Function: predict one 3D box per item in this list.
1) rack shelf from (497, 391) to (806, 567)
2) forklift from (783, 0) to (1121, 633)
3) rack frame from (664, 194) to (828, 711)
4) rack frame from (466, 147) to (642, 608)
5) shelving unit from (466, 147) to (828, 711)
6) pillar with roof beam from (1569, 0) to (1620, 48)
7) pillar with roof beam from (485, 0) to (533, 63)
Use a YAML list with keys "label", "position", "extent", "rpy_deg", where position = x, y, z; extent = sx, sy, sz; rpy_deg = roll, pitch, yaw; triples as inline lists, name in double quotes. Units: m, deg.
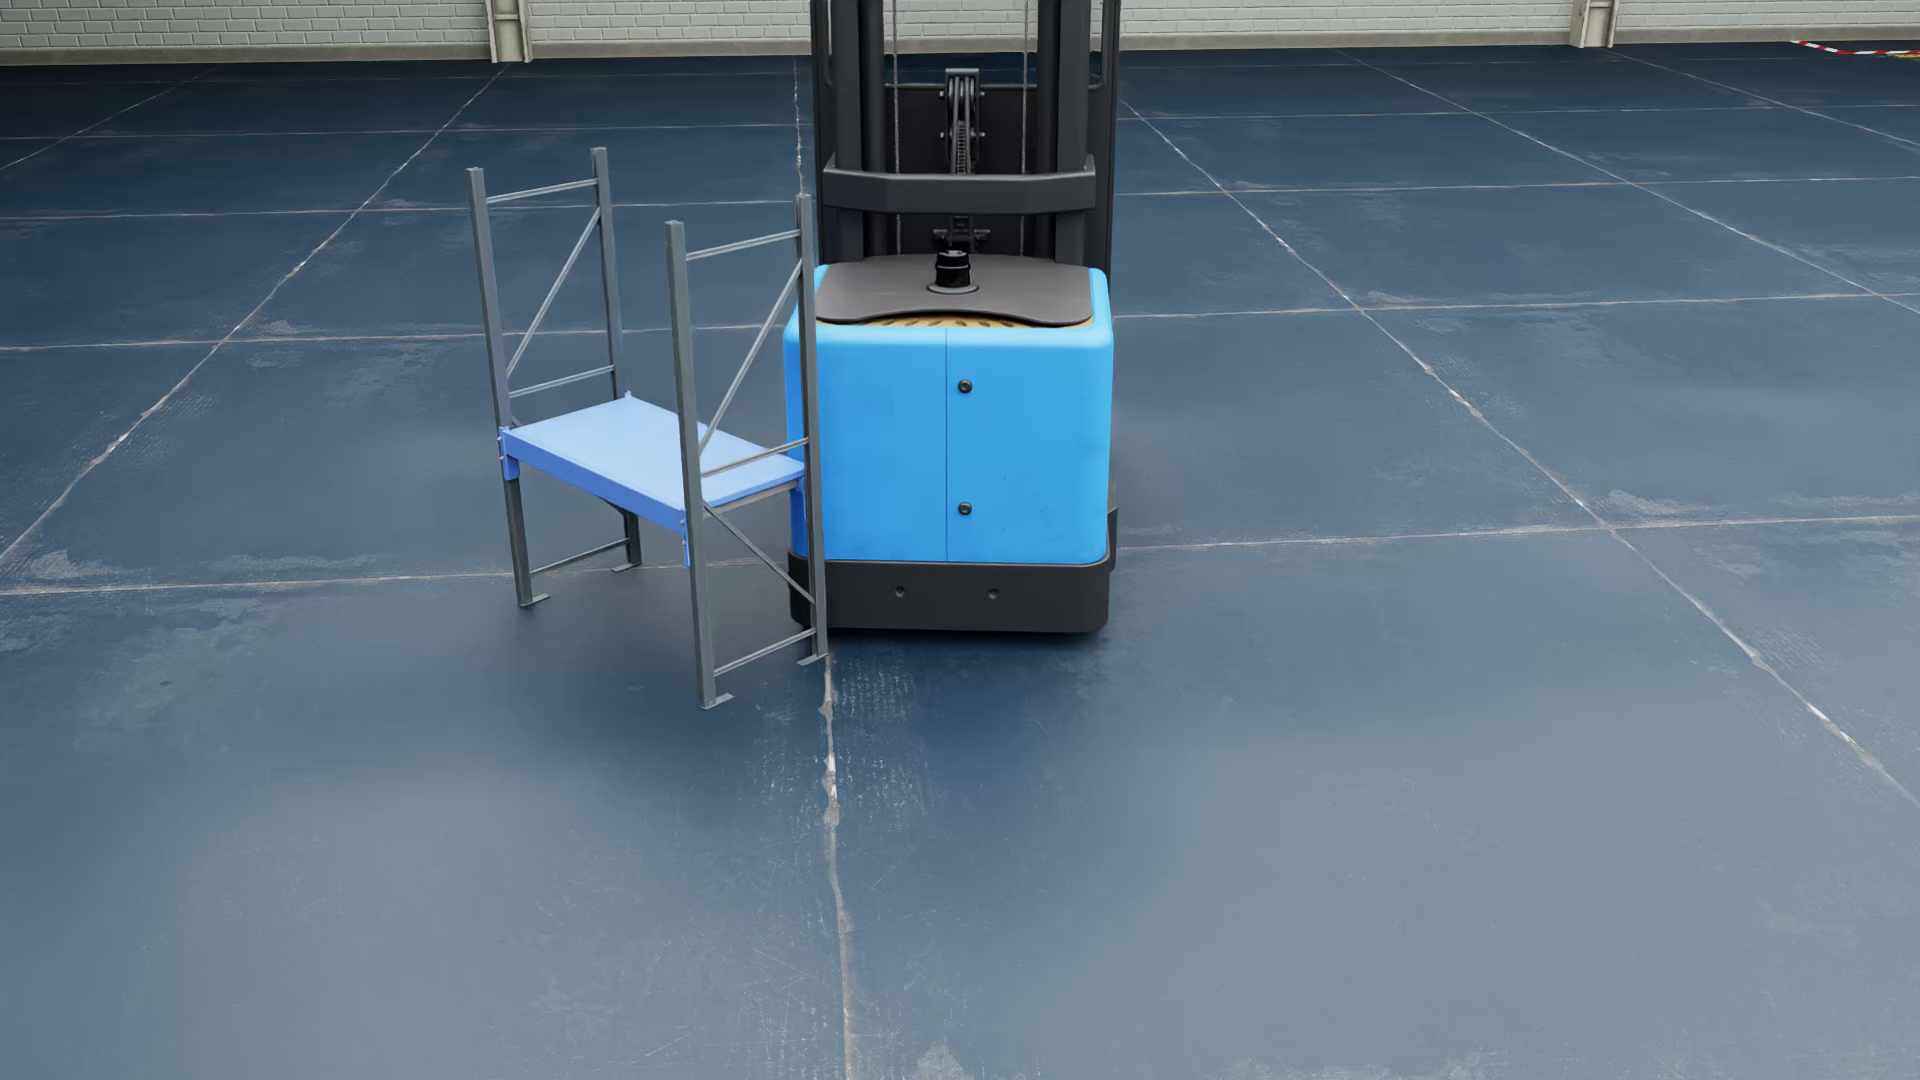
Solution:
- label: "rack shelf"
  position: [-0.977, -0.219, 5.340]
  extent: [1.000, 0.185, 0.538]
  rpy_deg: [22, 32, 40]
- label: "forklift"
  position: [0.030, -1.593, 6.226]
  extent: [1.130, 2.935, 3.031]
  rpy_deg: [1, 24, 3]
- label: "rack frame"
  position: [-0.613, -0.240, 4.943]
  extent: [0.032, 1.500, 0.500]
  rpy_deg: [22, 32, 40]
- label: "rack frame"
  position: [-1.342, -0.528, 5.591]
  extent: [0.032, 1.500, 0.500]
  rpy_deg: [22, 32, 40]
- label: "shelving unit"
  position: [-0.977, -0.384, 5.267]
  extent: [1.048, 1.500, 0.538]
  rpy_deg: [22, 32, 40]
- label: "pillar with roof beam"
  position: [7.576, -7.986, 13.137]
  extent: [0.400, 9.000, 9.100]
  rpy_deg: [-2, 24, -5]
- label: "pillar with roof beam"
  position: [-4.365, -7.507, 12.060]
  extent: [0.400, 9.000, 9.100]
  rpy_deg: [-2, 24, -5]
